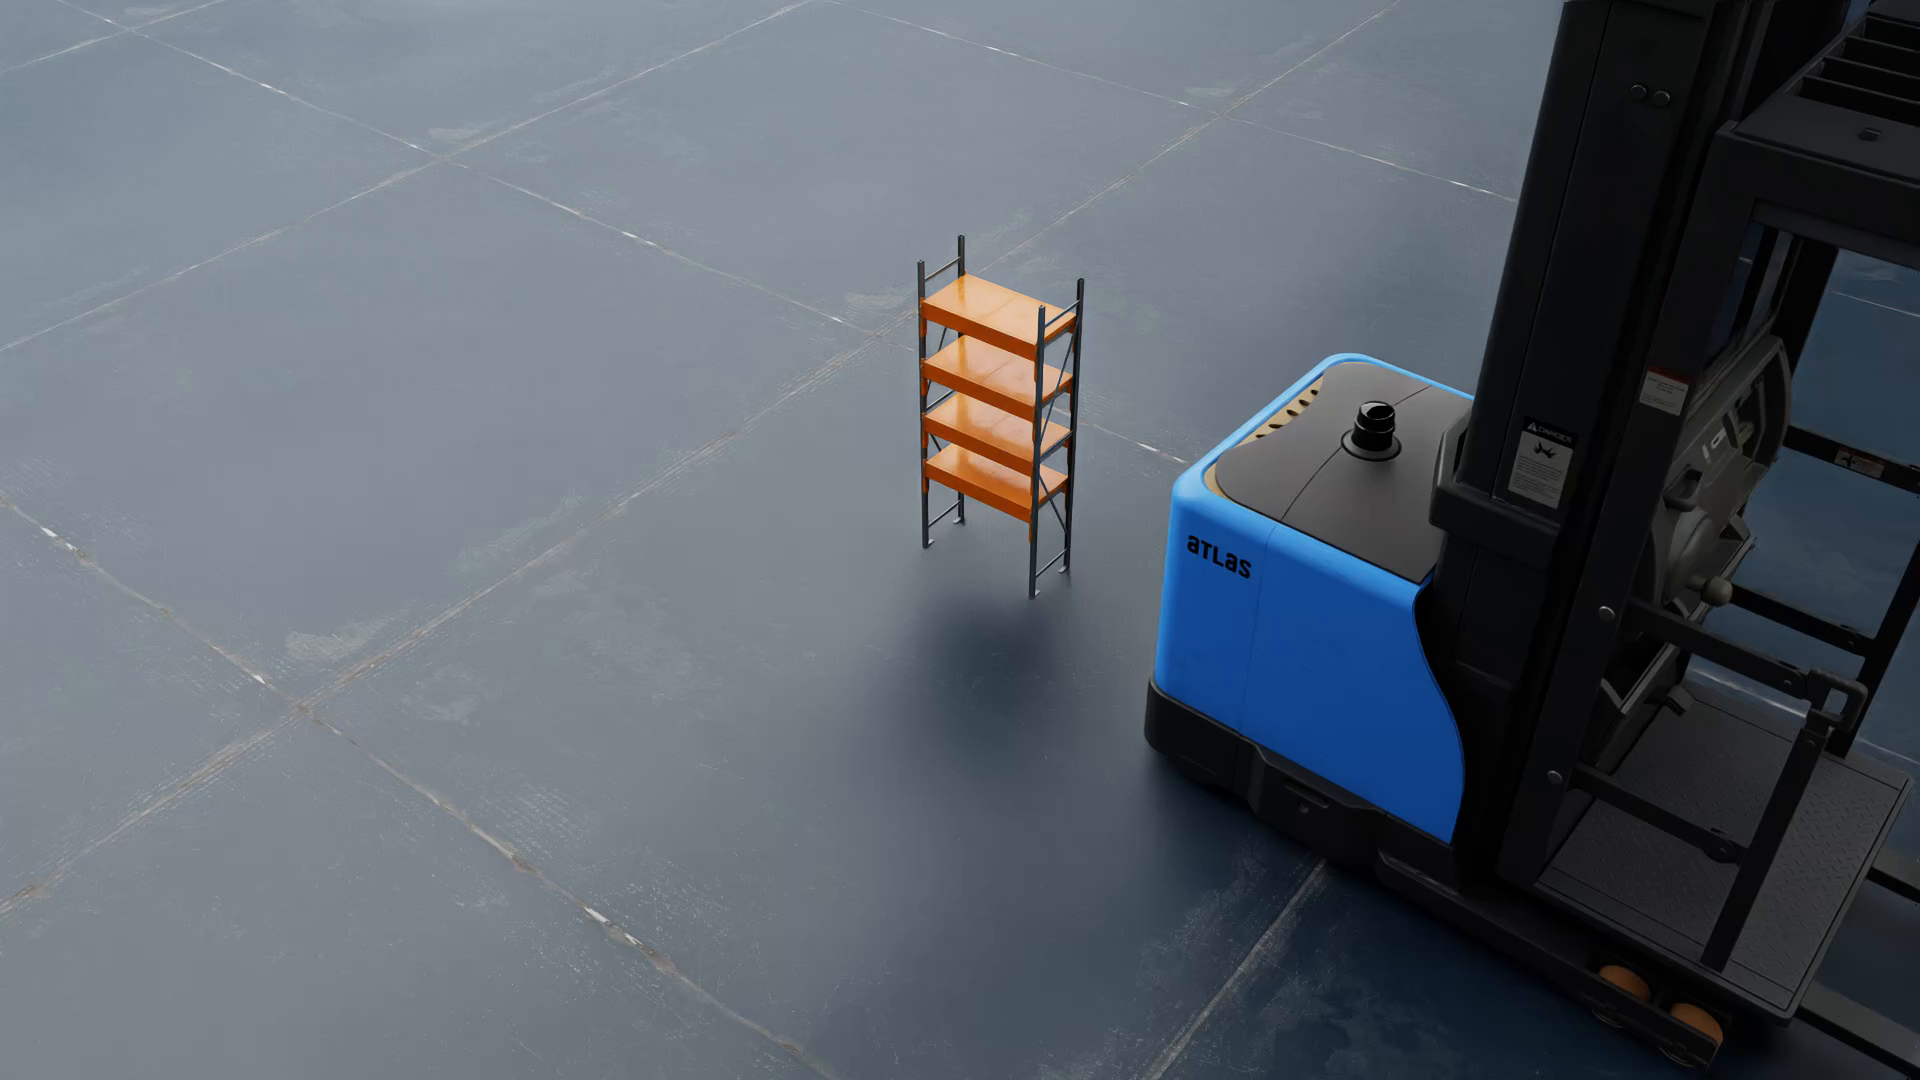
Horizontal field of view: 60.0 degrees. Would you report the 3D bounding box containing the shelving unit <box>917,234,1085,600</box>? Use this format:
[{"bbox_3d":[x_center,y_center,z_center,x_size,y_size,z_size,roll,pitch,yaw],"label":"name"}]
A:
[{"bbox_3d":[0.131,-0.410,5.801,0.503,1.200,0.258,25,45,29],"label":"shelving unit"}]

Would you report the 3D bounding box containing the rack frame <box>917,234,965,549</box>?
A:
[{"bbox_3d":[-0.062,-0.502,5.918,0.015,1.200,0.240,25,45,29],"label":"rack frame"}]

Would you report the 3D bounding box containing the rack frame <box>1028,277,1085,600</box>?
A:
[{"bbox_3d":[0.325,-0.319,5.684,0.015,1.200,0.240,25,45,29],"label":"rack frame"}]

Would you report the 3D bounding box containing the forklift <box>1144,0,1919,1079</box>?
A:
[{"bbox_3d":[2.046,-0.119,4.024,3.031,2.935,1.130,27,46,30],"label":"forklift"}]

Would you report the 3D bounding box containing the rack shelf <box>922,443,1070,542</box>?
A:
[{"bbox_3d":[0.131,-0.201,5.965,0.480,0.148,0.258,25,45,29],"label":"rack shelf"}]

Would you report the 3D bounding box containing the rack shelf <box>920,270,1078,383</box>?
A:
[{"bbox_3d":[0.131,-0.720,5.559,0.480,0.148,0.258,25,45,29],"label":"rack shelf"}]

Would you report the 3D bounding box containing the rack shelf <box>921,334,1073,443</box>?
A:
[{"bbox_3d":[0.131,-0.534,5.705,0.480,0.148,0.258,25,45,29],"label":"rack shelf"}]

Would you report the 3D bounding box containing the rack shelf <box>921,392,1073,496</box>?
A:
[{"bbox_3d":[0.131,-0.357,5.842,0.480,0.148,0.258,25,45,29],"label":"rack shelf"}]
